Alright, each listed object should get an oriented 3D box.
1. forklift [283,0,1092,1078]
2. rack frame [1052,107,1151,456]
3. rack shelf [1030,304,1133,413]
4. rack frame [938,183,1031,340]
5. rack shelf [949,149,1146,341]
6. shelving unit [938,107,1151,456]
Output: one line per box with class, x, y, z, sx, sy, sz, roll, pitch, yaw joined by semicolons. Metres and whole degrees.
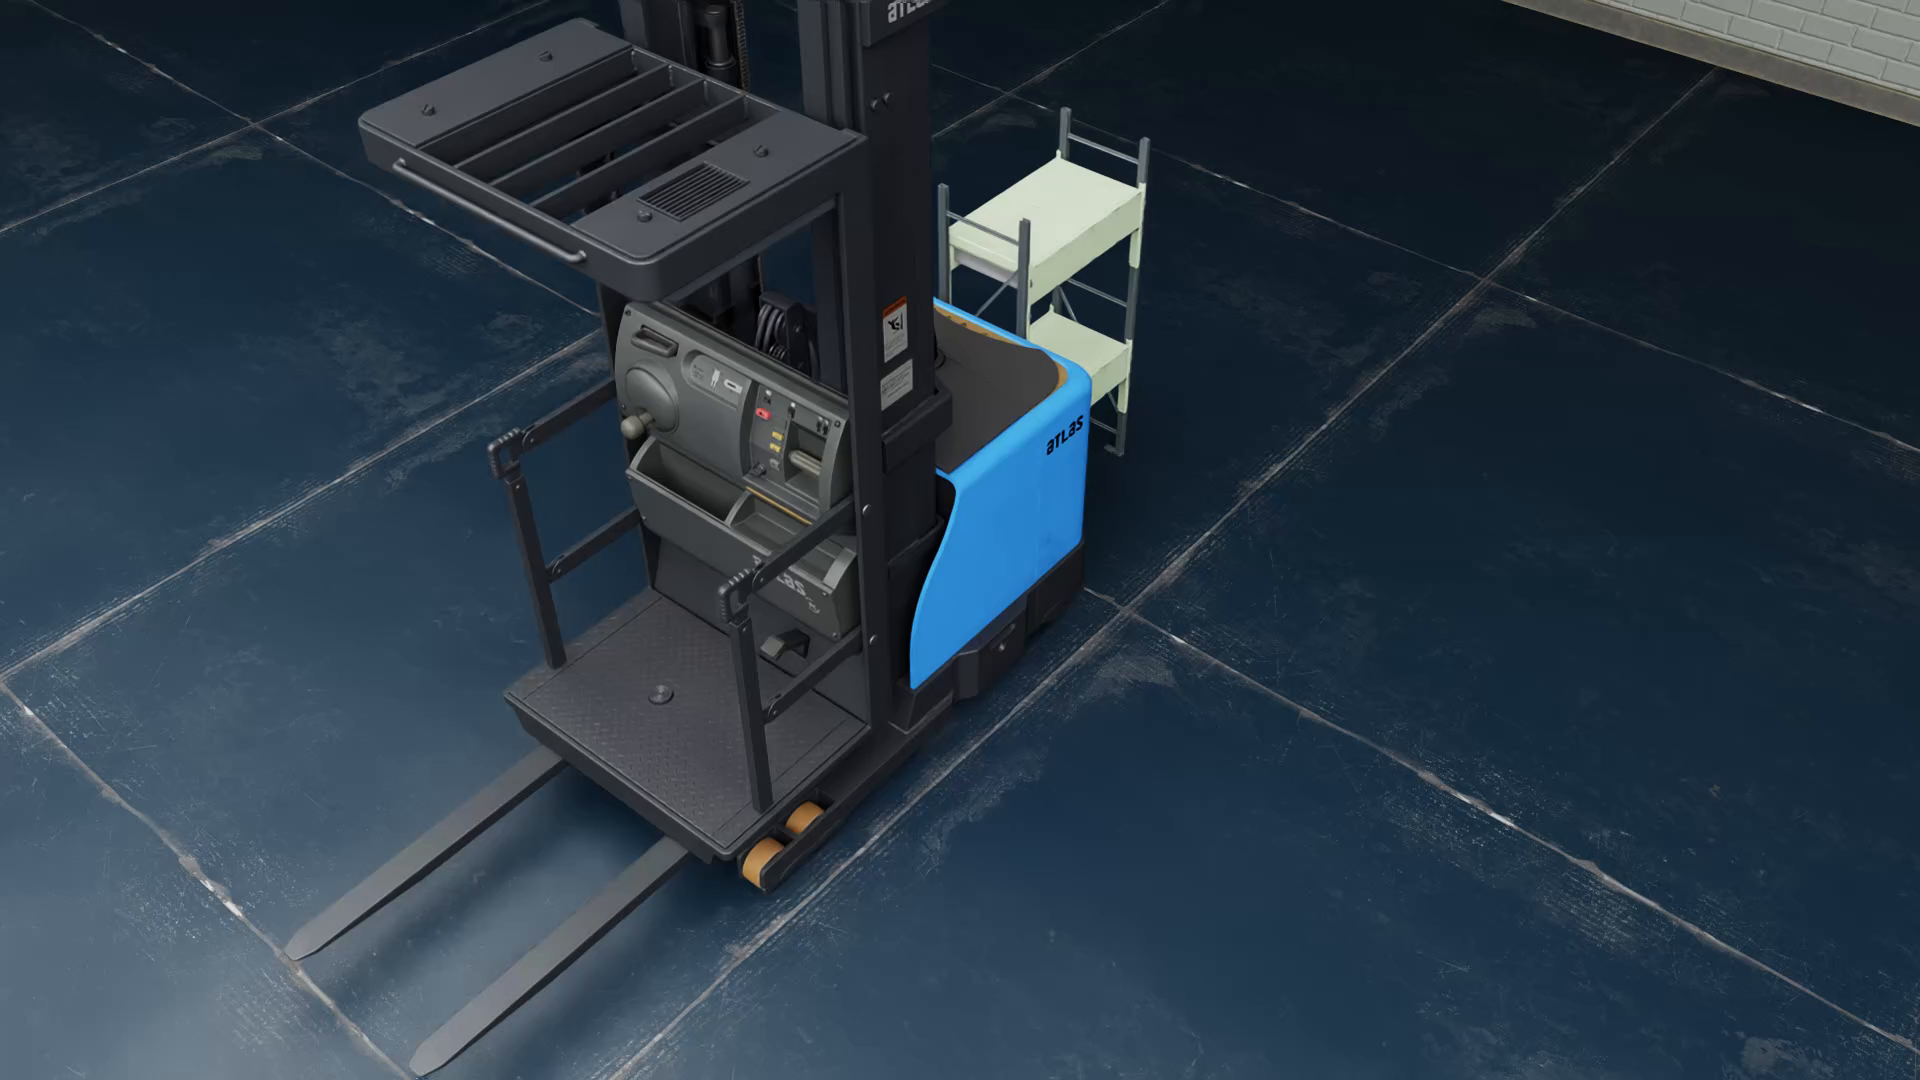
forklift;-0.841;-0.319;4.922;1.130;2.935;3.031;29;50;28
rack frame;0.545;-1.007;6.742;0.400;1.500;0.023;29;50;28
rack shelf;0.314;-0.575;6.752;0.431;0.370;0.720;29;50;28
rack frame;0.083;-0.625;6.322;0.400;1.500;0.023;29;50;28
rack shelf;0.314;-1.105;6.270;0.431;0.370;0.720;29;50;28
shelving unit;0.314;-0.816;6.532;0.431;1.500;0.755;29;50;28
